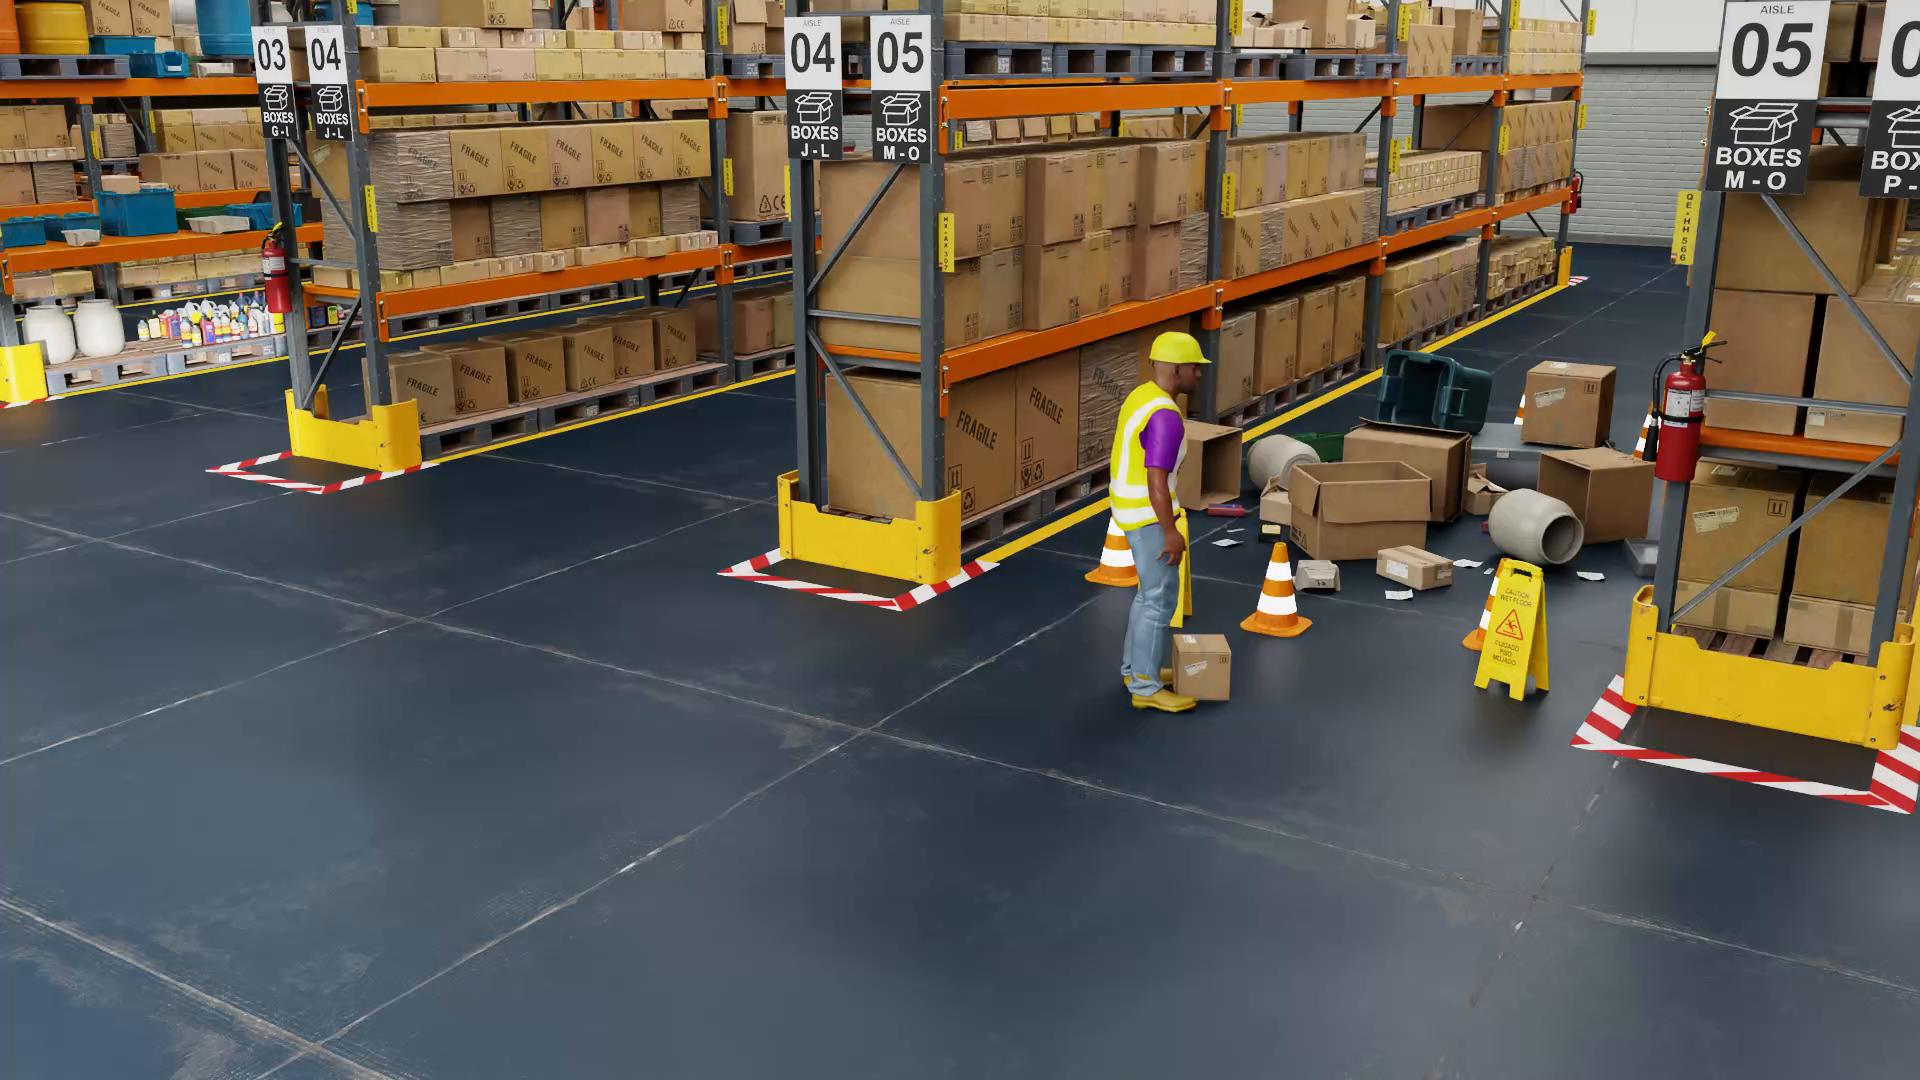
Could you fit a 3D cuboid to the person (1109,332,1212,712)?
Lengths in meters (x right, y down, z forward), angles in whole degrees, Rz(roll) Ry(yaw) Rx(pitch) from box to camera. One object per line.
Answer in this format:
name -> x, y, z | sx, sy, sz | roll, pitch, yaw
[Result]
person -> 0.938, -0.106, 7.868 | 0.455, 1.760, 0.635 | 0, 16, -1
